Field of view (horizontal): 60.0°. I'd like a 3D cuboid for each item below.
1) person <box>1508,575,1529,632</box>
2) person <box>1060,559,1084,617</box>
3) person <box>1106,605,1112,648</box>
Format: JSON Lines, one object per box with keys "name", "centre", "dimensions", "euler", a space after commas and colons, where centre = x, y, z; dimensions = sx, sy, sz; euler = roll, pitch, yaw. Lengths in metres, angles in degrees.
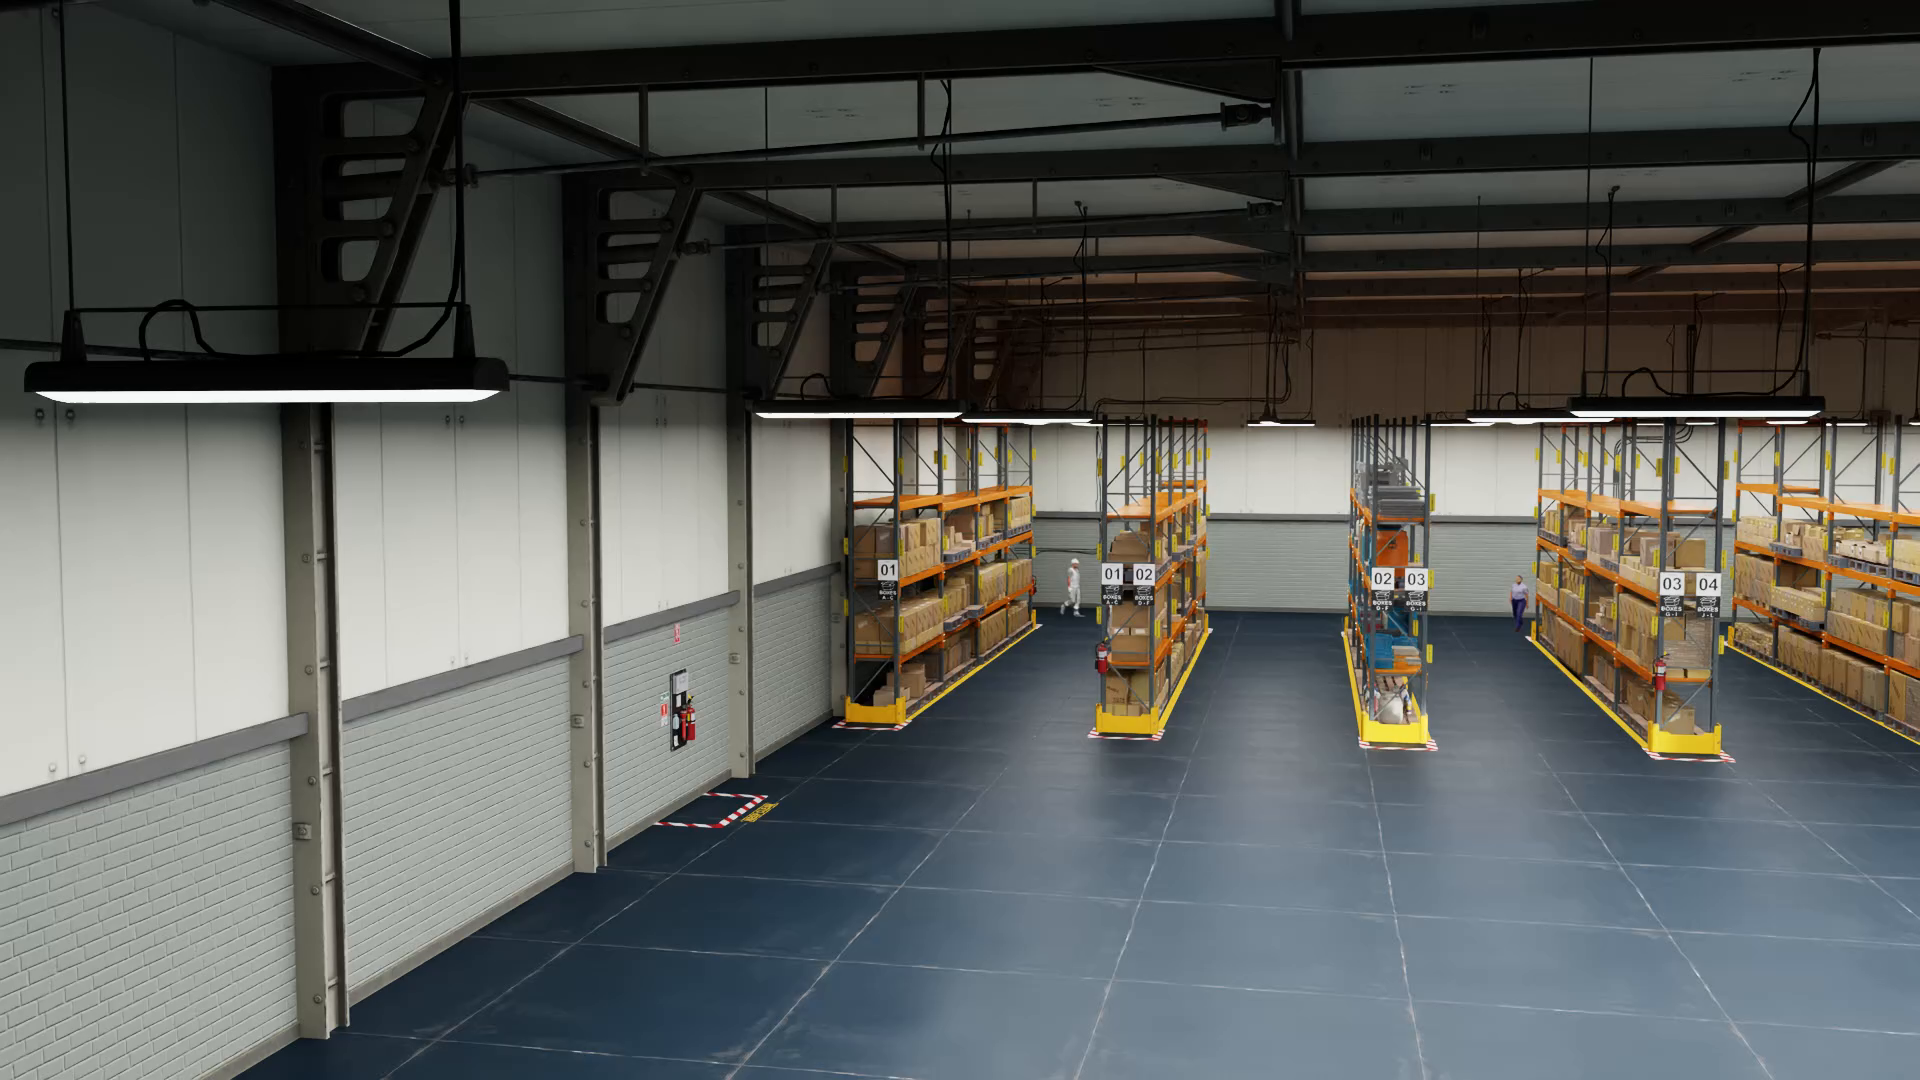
{"name": "person", "centre": [15.833, 1.774, 47.061], "dimensions": [0.509, 1.592, 1.008], "euler": [3, 5, 40]}
{"name": "person", "centre": [3.405, 1.461, 50.556], "dimensions": [0.687, 1.782, 0.613], "euler": [3, 5, 35]}
{"name": "person", "centre": [4.116, 1.965, 43.582], "dimensions": [0.610, 1.741, 0.606], "euler": [-1, 4, -11]}
